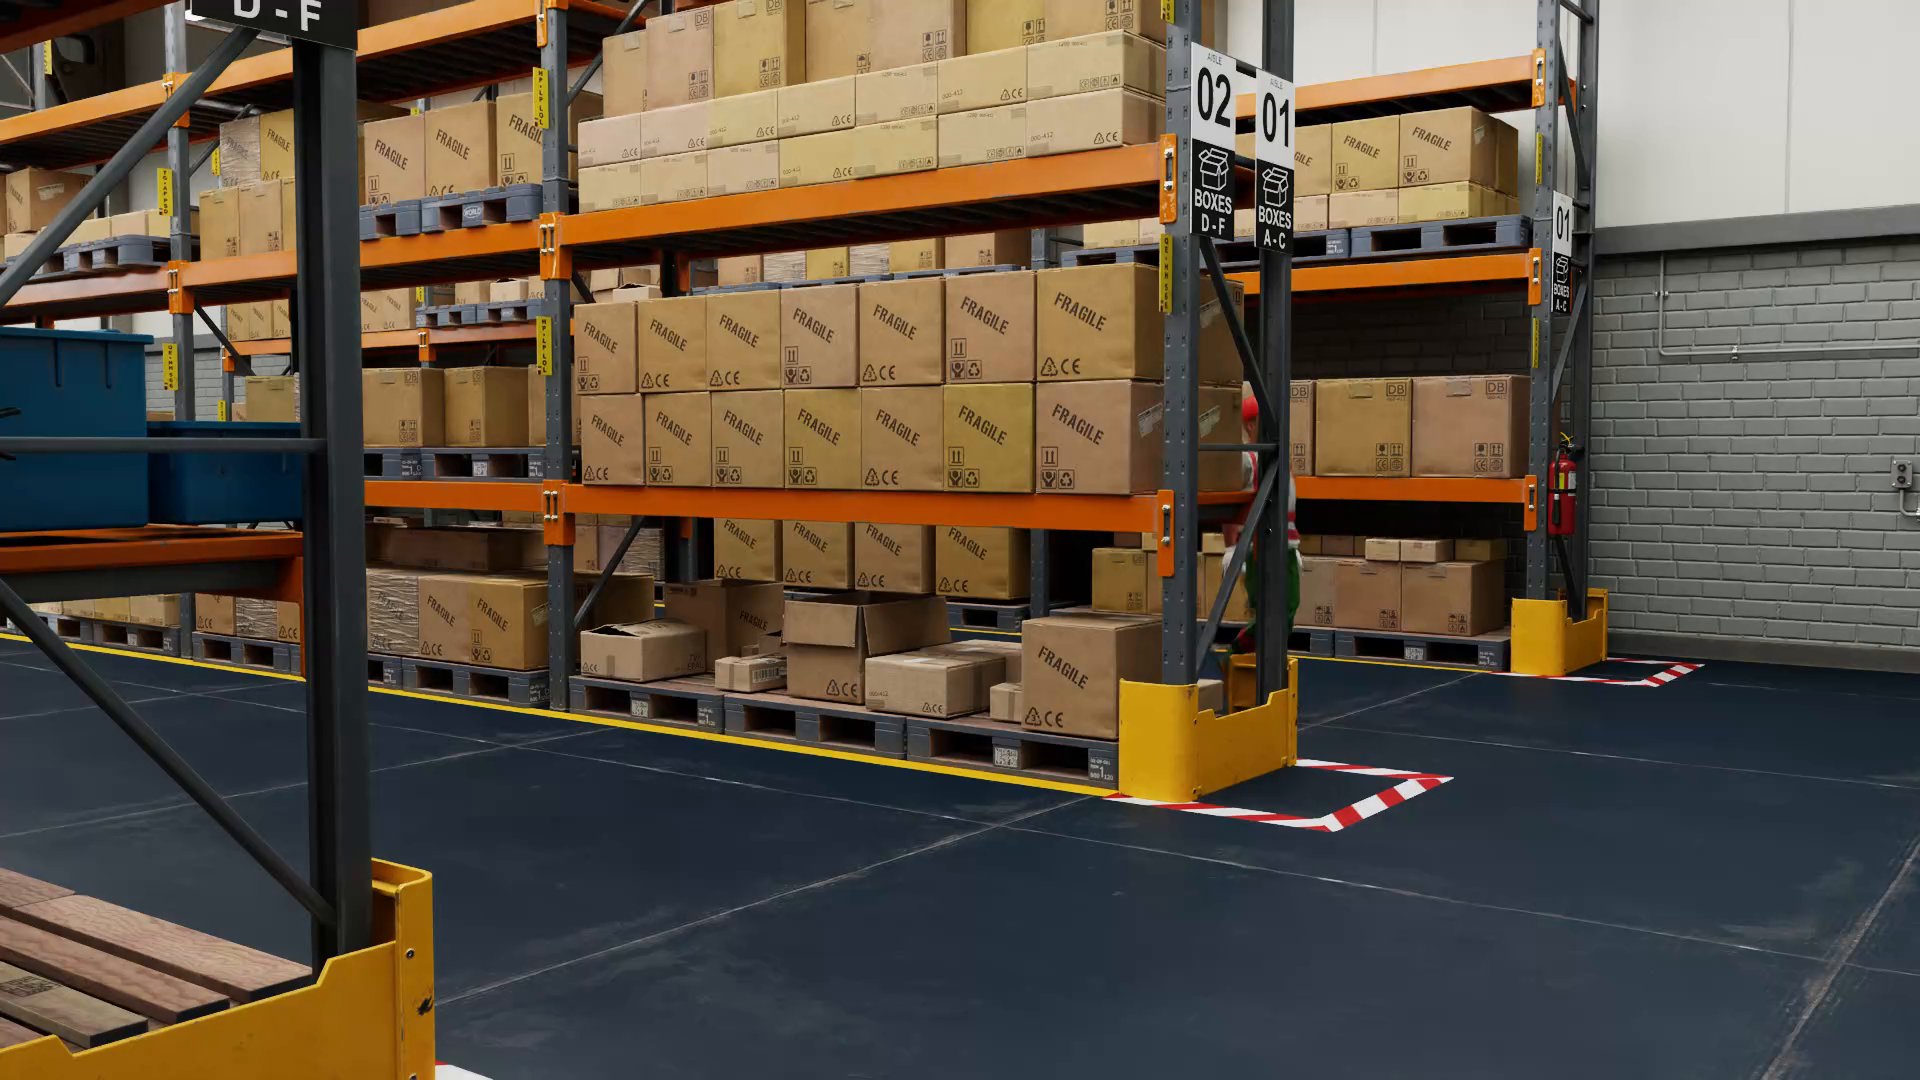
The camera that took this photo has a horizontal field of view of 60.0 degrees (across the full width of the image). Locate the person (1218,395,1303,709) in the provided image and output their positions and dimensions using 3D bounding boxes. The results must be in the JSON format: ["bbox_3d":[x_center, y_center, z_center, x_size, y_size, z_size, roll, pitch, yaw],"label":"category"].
[{"bbox_3d":[1.711,0.072,9.331,0.567,1.778,0.496,-2,4,-38],"label":"person"}]
